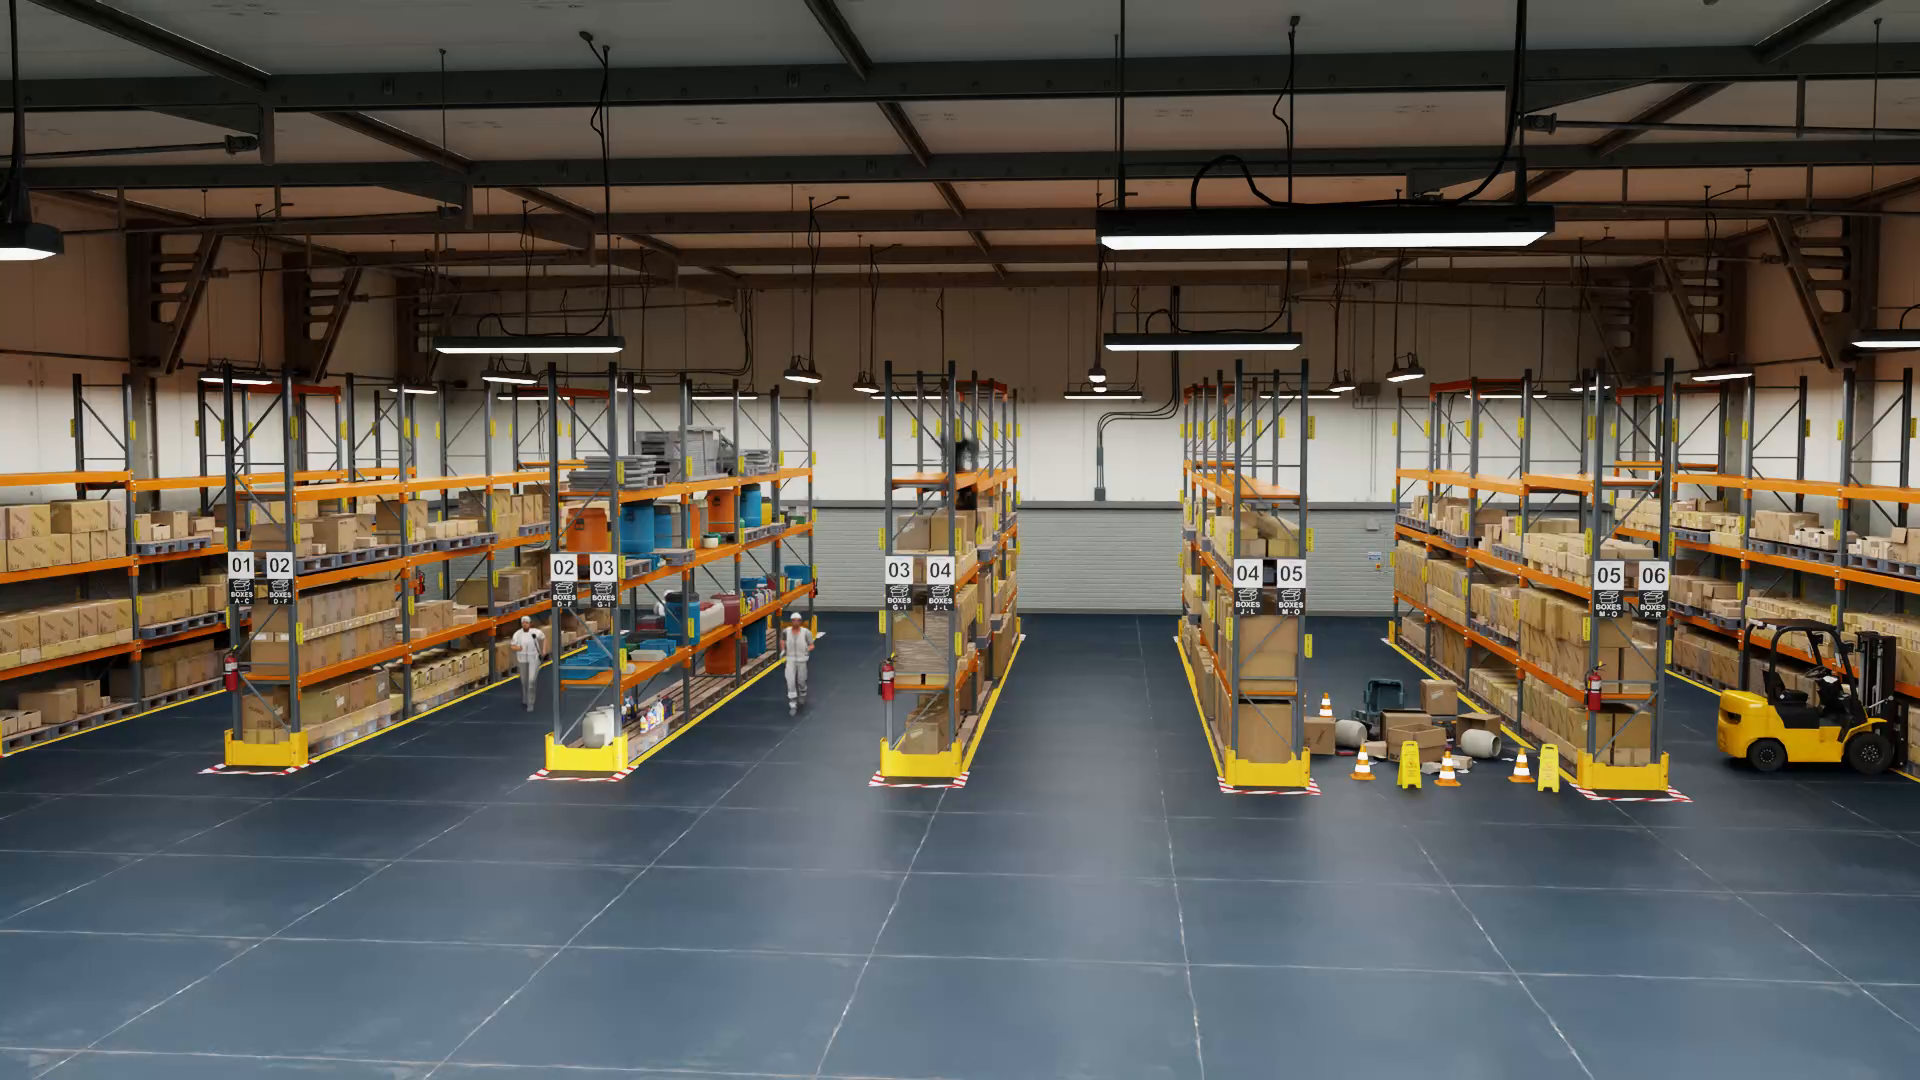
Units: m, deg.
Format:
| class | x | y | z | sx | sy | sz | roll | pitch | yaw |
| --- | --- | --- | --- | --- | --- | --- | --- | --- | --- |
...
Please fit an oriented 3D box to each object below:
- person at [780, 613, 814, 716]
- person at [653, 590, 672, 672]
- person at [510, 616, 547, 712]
| class | x | y | z | sx | sy | sz | roll | pitch | yaw |
| --- | --- | --- | --- | --- | --- | --- | --- | --- | --- |
| person | -2.904 | 2.166 | 29.601 | 0.628 | 1.786 | 0.991 | 0 | 4 | 0 |
| person | -6.058 | 1.874 | 34.637 | 0.684 | 1.709 | 0.698 | 0 | 4 | -4 |
| person | -7.763 | 2.207 | 29.972 | 0.596 | 1.708 | 0.902 | 0 | 4 | -1 |
